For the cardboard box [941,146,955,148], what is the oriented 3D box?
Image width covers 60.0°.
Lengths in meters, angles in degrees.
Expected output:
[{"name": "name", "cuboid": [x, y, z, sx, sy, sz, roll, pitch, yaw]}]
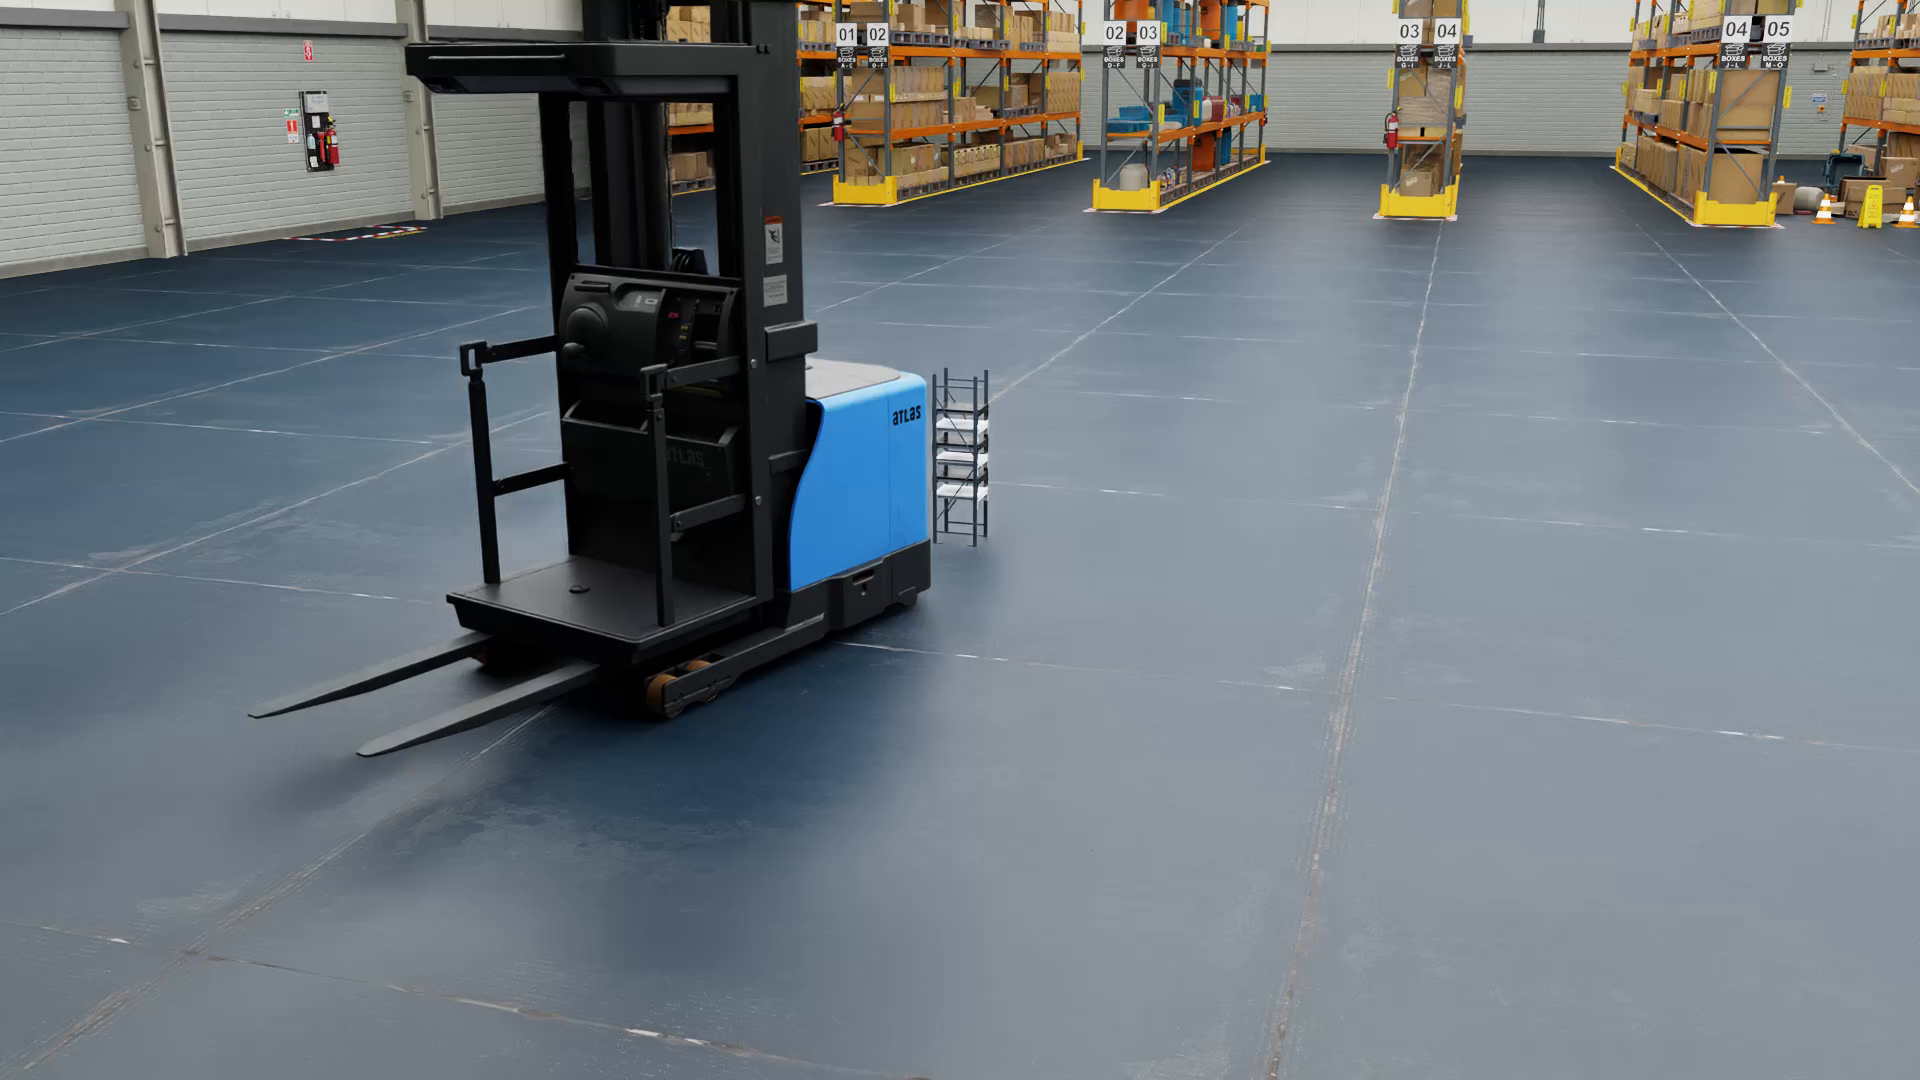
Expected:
[{"name": "cardboard box", "cuboid": [-0.351, -8.448, 36.360, 0.500, 0.311, 0.500, 4, 16, 15]}]

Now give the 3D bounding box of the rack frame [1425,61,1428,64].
[{"name": "rack frame", "cuboid": [12.283, -11.143, 42.620, 1.000, 3.000, 0.127, 5, 16, 16]}]

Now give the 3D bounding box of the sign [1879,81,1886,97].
[{"name": "sign", "cuboid": [20.115, -9.826, 36.242, 0.100, 0.325, 0.005, 5, 16, 16]}]

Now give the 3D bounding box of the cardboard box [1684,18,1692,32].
[{"name": "cardboard box", "cuboid": [13.740, -9.554, 30.841, 0.500, 0.250, 0.500, 4, 16, 15]}]

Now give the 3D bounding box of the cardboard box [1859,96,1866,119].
[{"name": "cardboard box", "cuboid": [20.968, -9.921, 38.127, 0.500, 0.500, 0.500, 5, 17, 18]}]

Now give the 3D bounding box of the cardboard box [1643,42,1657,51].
[{"name": "cardboard box", "cuboid": [15.754, -11.206, 37.619, 0.500, 0.250, 0.500, 5, 17, 17]}]

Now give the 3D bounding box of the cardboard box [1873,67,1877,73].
[{"name": "cardboard box", "cuboid": [20.854, -10.604, 37.515, 0.380, 0.149, 0.250, 4, 16, 15]}]

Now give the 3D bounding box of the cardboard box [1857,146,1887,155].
[{"name": "cardboard box", "cuboid": [21.441, -8.924, 38.720, 0.875, 0.438, 0.875, 5, 17, 17]}]

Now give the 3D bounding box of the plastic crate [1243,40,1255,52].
[{"name": "plastic crate", "cuboid": [7.014, -12.165, 40.964, 0.497, 0.269, 0.590, 5, 16, 16]}]

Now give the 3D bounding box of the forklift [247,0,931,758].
[{"name": "forklift", "cuboid": [-1.382, -0.873, 6.535, 1.130, 2.935, 3.031, 11, 19, 33]}]

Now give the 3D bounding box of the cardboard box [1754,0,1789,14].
[{"name": "cardboard box", "cuboid": [12.846, -8.417, 26.287, 0.500, 0.250, 0.500, 5, 16, 16]}]

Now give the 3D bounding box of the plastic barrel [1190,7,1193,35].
[{"name": "plastic barrel", "cuboid": [4.634, -10.715, 34.825, 0.600, 0.830, 0.708, 5, 16, 16]}]

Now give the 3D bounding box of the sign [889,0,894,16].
[{"name": "sign", "cuboid": [-1.230, -9.584, 29.877, 0.100, 0.325, 0.005, 5, 16, 16]}]

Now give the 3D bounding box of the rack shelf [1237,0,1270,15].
[{"name": "rack shelf", "cuboid": [6.966, -13.352, 41.463, 1.077, 0.370, 4.000, 5, 16, 16]}]

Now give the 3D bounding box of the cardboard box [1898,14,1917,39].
[{"name": "cardboard box", "cuboid": [20.119, -10.814, 35.007, 0.500, 0.500, 0.500, 4, 16, 15]}]

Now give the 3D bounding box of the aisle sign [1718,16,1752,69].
[{"name": "aisle sign", "cuboid": [12.155, -7.802, 26.074, 0.394, 0.787, 0.004, 5, 16, 16]}]

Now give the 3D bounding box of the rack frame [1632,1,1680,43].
[{"name": "rack frame", "cuboid": [17.010, -13.619, 40.352, 1.000, 3.000, 0.127, 5, 16, 16]}]

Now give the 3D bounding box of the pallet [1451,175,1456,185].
[{"name": "pallet", "cuboid": [10.306, -7.909, 36.328, 1.003, 0.211, 1.213, 5, 16, 16]}]

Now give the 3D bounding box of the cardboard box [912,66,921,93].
[{"name": "cardboard box", "cuboid": [-1.172, -8.935, 32.272, 0.700, 0.500, 0.500, 5, 16, 16]}]

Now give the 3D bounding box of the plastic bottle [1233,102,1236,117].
[{"name": "plastic bottle", "cuboid": [6.450, -10.191, 39.354, 0.144, 0.351, 0.185, 5, 16, 16]}]

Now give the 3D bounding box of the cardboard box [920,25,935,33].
[{"name": "cardboard box", "cuboid": [-0.705, -10.028, 32.624, 0.380, 0.149, 0.250, 5, 16, 16]}]

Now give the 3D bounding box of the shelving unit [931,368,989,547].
[{"name": "shelving unit", "cuboid": [0.002, -0.435, 8.714, 0.258, 0.900, 0.210, 5, 16, 16]}]

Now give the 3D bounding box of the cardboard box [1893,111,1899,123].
[{"name": "cardboard box", "cuboid": [19.963, -8.893, 34.962, 0.500, 0.250, 0.500, 4, 16, 15]}]

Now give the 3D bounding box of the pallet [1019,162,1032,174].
[{"name": "pallet", "cuboid": [1.110, -8.989, 40.133, 1.003, 0.211, 1.213, 5, 16, 16]}]

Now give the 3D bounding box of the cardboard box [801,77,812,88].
[{"name": "cardboard box", "cuboid": [-3.853, -10.871, 39.519, 0.500, 0.250, 0.500, 5, 17, 17]}]

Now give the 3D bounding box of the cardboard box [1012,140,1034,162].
[{"name": "cardboard box", "cuboid": [1.493, -9.464, 40.473, 0.500, 0.500, 0.500, 5, 17, 17]}]

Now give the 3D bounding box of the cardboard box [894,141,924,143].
[{"name": "cardboard box", "cuboid": [-1.056, -7.916, 34.136, 0.500, 0.500, 0.500, 5, 16, 16]}]

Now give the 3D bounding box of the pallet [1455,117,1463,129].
[{"name": "pallet", "cuboid": [9.230, -8.100, 32.242, 1.003, 0.211, 1.213, 5, 16, 16]}]

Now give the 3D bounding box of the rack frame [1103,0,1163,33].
[{"name": "rack frame", "cuboid": [2.988, -10.228, 28.397, 1.000, 3.000, 0.127, 5, 16, 16]}]

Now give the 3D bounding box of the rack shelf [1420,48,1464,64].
[{"name": "rack shelf", "cuboid": [9.441, -9.624, 33.085, 1.077, 0.370, 4.000, 5, 16, 16]}]

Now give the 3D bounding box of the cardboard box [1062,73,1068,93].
[{"name": "cardboard box", "cuboid": [2.492, -11.901, 43.276, 0.500, 0.500, 0.500, 5, 17, 18]}]

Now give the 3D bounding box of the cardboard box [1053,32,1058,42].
[{"name": "cardboard box", "cuboid": [2.166, -12.716, 42.027, 0.500, 0.250, 0.500, 5, 16, 16]}]

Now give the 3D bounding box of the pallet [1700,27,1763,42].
[{"name": "pallet", "cuboid": [13.009, -8.462, 27.831, 1.003, 0.211, 1.213, 5, 16, 16]}]

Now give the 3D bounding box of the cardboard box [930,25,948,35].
[{"name": "cardboard box", "cuboid": [-0.440, -10.507, 34.383, 0.500, 0.250, 0.500, 6, 17, 22]}]

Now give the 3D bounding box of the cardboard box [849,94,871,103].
[{"name": "cardboard box", "cuboid": [-1.835, -8.202, 30.876, 0.380, 0.149, 0.250, 4, 16, 15]}]

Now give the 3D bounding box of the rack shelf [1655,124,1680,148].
[{"name": "rack shelf", "cuboid": [14.168, -7.770, 32.045, 1.077, 0.370, 4.000, 5, 16, 16]}]

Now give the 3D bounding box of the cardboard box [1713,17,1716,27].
[{"name": "cardboard box", "cuboid": [12.377, -8.365, 26.835, 0.380, 0.149, 0.250, 5, 17, 17]}]

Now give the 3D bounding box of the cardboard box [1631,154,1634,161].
[{"name": "cardboard box", "cuboid": [15.723, -8.838, 38.402, 0.380, 0.149, 0.250, 4, 16, 13]}]

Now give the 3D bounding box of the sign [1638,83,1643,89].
[{"name": "sign", "cuboid": [15.351, -10.142, 37.504, 0.100, 0.325, 0.005, 5, 16, 16]}]

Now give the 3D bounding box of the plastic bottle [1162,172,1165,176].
[{"name": "plastic bottle", "cuboid": [3.919, -6.933, 31.948, 0.061, 0.283, 0.133, 5, 16, 16]}]

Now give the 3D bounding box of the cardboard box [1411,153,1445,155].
[{"name": "cardboard box", "cuboid": [9.693, -7.737, 34.383, 0.700, 0.500, 0.500, 3, 16, 11]}]

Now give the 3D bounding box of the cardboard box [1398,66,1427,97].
[{"name": "cardboard box", "cuboid": [7.656, -7.793, 28.246, 0.500, 0.500, 0.500, 5, 16, 16]}]

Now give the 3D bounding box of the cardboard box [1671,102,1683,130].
[{"name": "cardboard box", "cuboid": [13.635, -7.930, 31.109, 0.500, 0.500, 0.500, 4, 16, 15]}]

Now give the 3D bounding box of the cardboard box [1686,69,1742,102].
[{"name": "cardboard box", "cuboid": [13.462, -8.091, 29.603, 0.875, 0.550, 0.550, 5, 16, 16]}]

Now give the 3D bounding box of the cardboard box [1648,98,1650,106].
[{"name": "cardboard box", "cuboid": [14.515, -9.098, 34.555, 0.380, 0.149, 0.250, 5, 17, 18]}]

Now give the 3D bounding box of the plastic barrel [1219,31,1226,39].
[{"name": "plastic barrel", "cuboid": [5.783, -11.264, 37.064, 0.294, 0.245, 0.294, 0, 16, 0]}]

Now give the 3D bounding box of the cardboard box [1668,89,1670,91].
[{"name": "cardboard box", "cuboid": [15.946, -9.933, 36.953, 0.380, 0.149, 0.250, 5, 17, 18]}]

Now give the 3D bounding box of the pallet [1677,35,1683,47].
[{"name": "pallet", "cuboid": [14.289, -9.526, 31.767, 1.003, 0.211, 1.213, 5, 17, 18]}]

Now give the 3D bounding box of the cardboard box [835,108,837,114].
[{"name": "cardboard box", "cuboid": [-3.243, -10.763, 41.702, 0.380, 0.149, 0.250, 5, 16, 16]}]

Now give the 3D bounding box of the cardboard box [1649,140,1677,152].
[{"name": "cardboard box", "cuboid": [14.679, -8.199, 34.675, 0.500, 0.250, 0.500, 4, 16, 15]}]

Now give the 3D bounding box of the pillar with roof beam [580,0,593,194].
[{"name": "pillar with roof beam", "cuboid": [-3.014, -10.912, 30.811, 9.100, 9.000, 0.400, 5, 16, 16]}]

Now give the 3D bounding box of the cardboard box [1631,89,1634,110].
[{"name": "cardboard box", "cuboid": [16.200, -10.425, 39.357, 0.500, 0.500, 0.500, 4, 16, 14]}]

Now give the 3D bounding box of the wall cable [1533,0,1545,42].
[{"name": "wall cable", "cuboid": [17.195, -16.789, 45.635, 2.277, 5.999, 0.120, 5, 16, 16]}]
